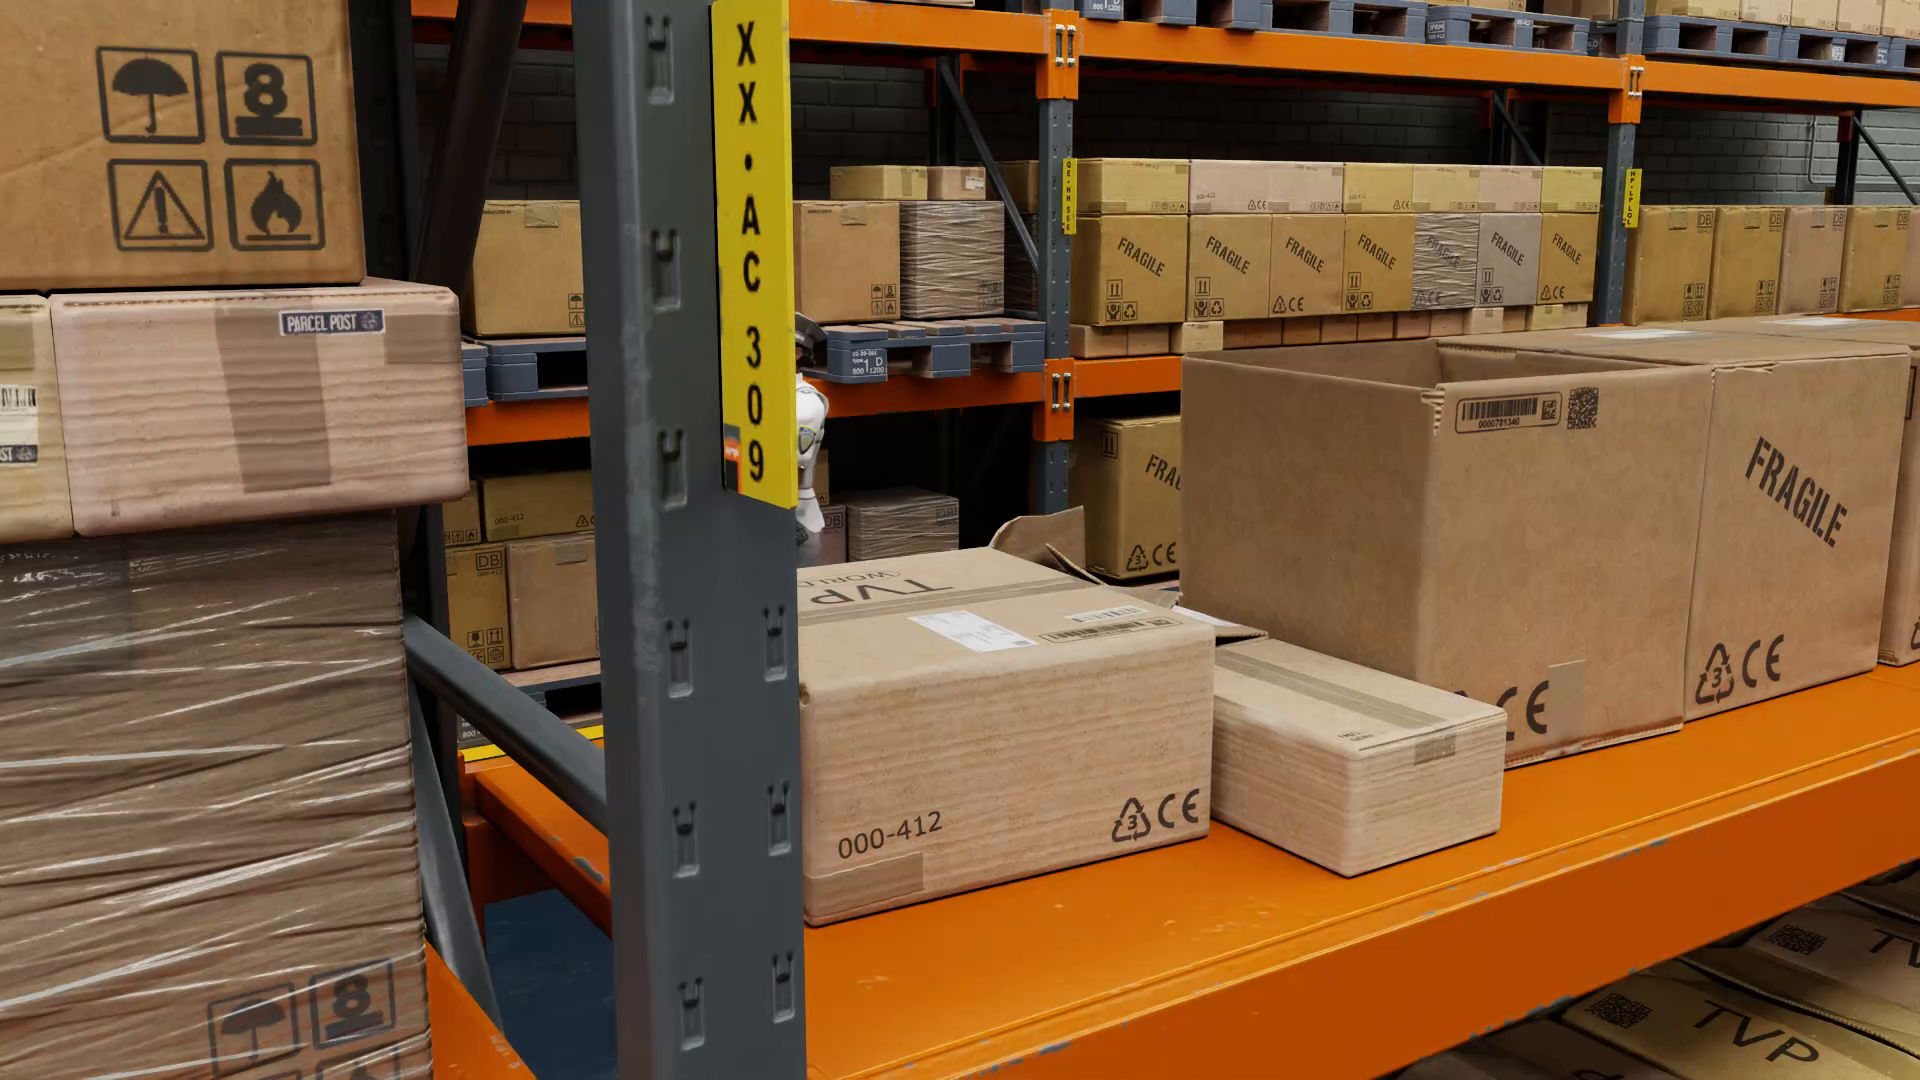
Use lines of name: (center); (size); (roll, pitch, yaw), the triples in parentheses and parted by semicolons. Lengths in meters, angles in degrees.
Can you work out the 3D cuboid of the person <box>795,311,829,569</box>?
person: (-0.723, 0.010, 5.820); (0.539, 1.688, 0.449); (-7, 14, -33)
